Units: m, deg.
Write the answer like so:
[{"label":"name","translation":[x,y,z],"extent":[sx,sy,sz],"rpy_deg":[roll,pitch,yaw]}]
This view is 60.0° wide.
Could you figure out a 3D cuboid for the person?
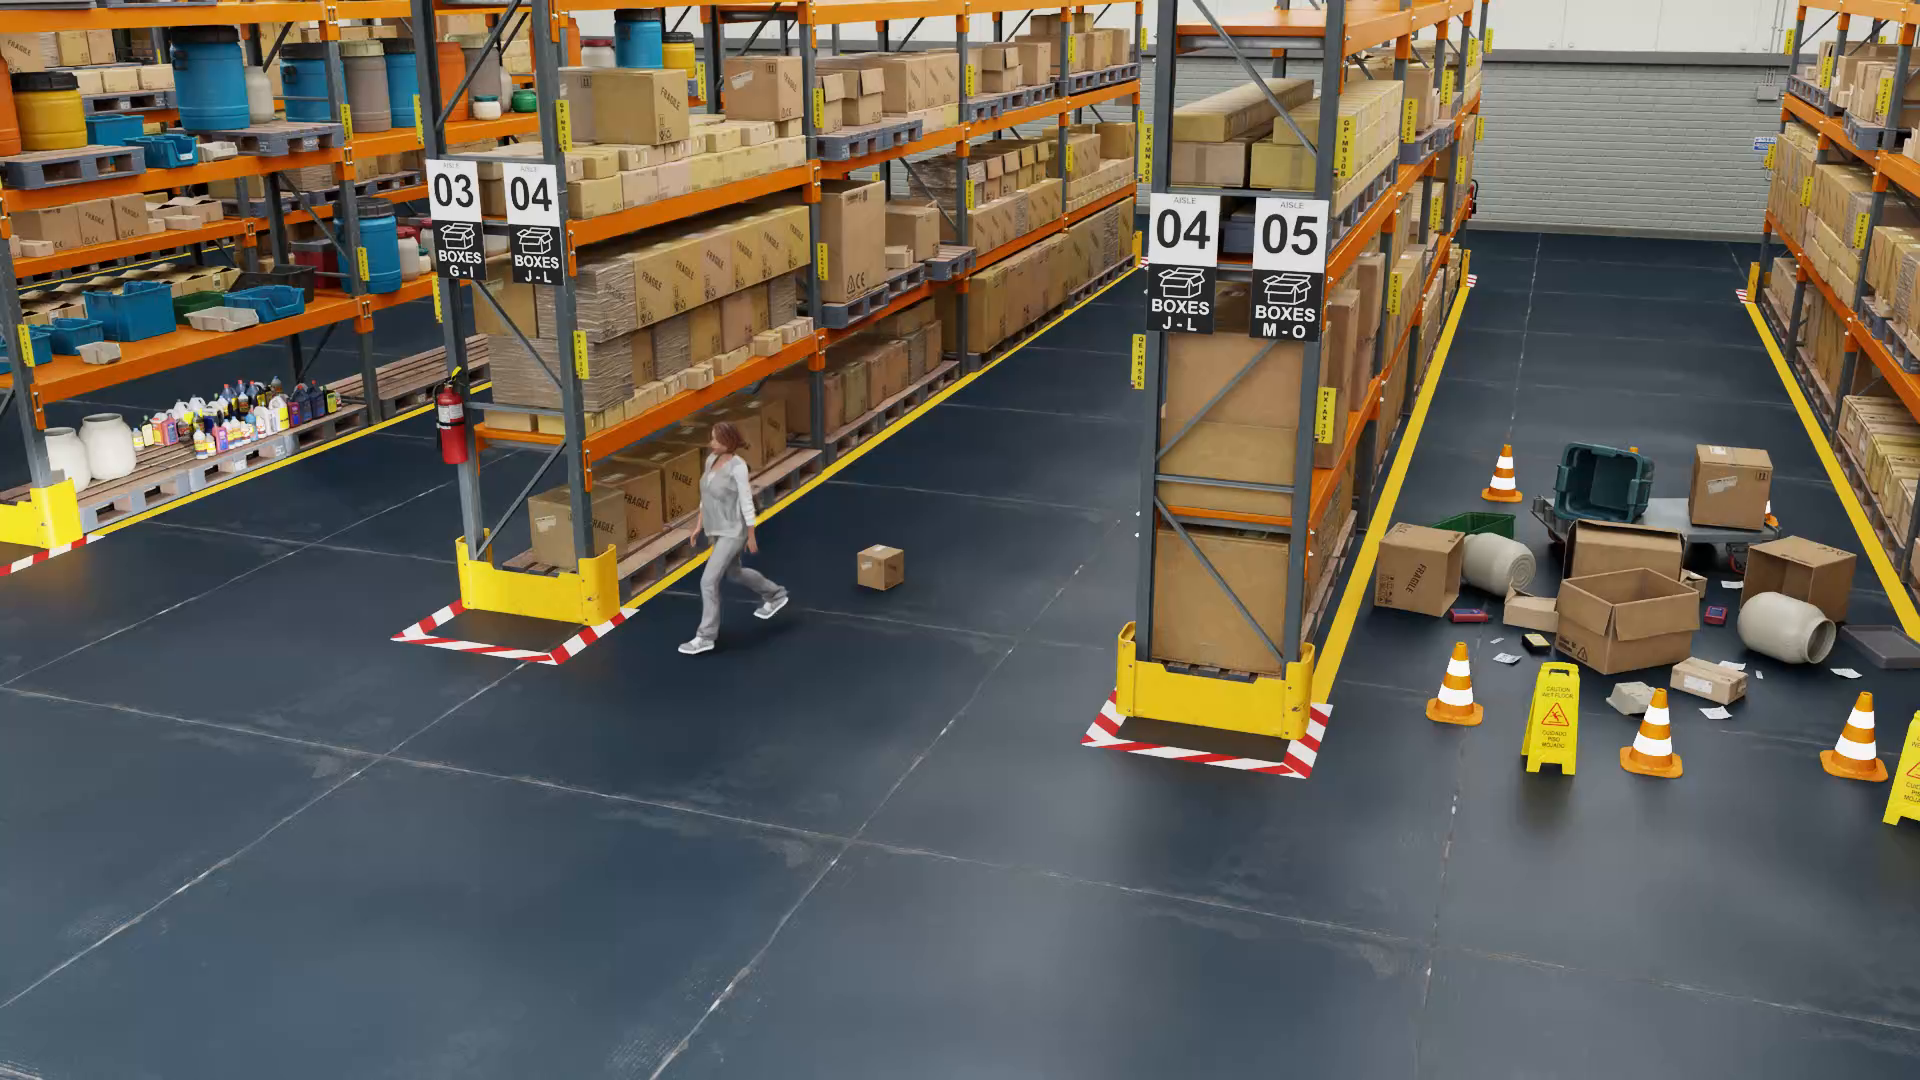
[{"label":"person","translation":[-1.555,-0.063,11.237],"extent":[0.929,1.545,0.413],"rpy_deg":[-14,23,-35]}]
